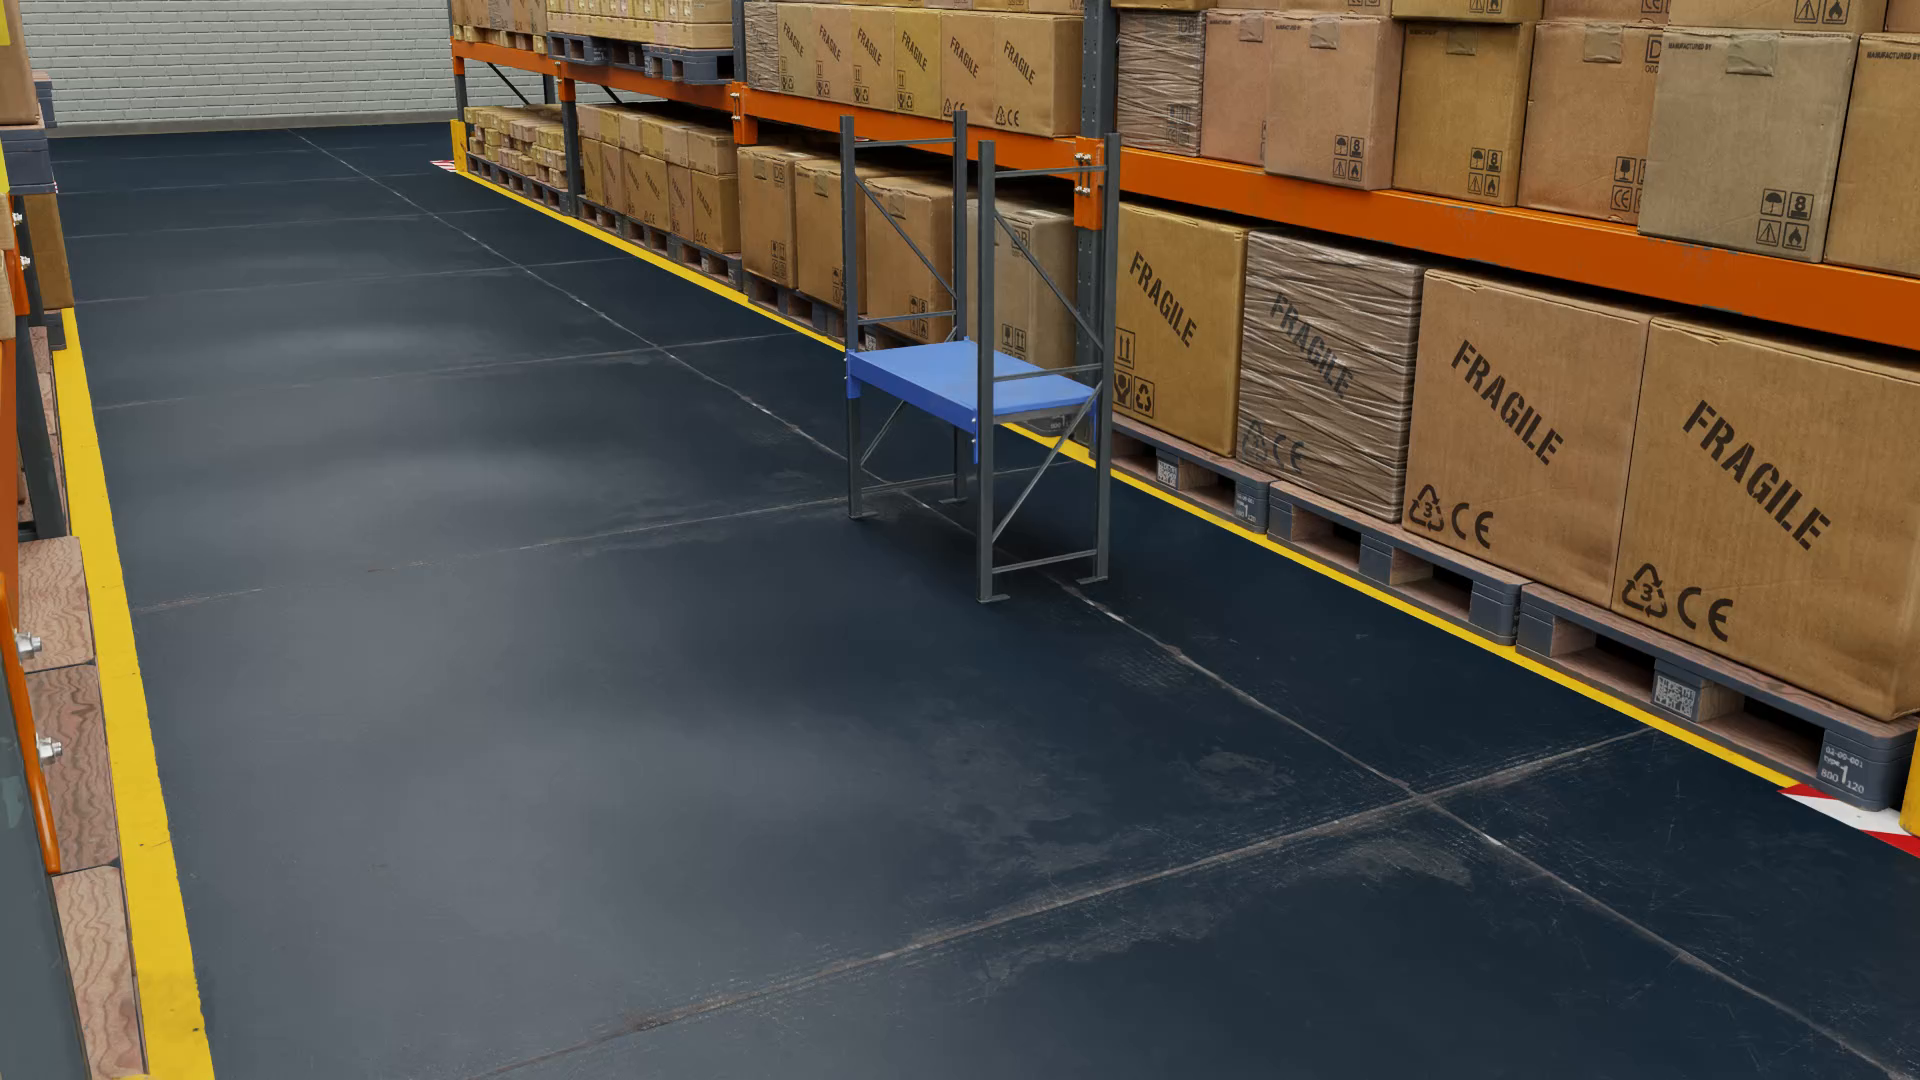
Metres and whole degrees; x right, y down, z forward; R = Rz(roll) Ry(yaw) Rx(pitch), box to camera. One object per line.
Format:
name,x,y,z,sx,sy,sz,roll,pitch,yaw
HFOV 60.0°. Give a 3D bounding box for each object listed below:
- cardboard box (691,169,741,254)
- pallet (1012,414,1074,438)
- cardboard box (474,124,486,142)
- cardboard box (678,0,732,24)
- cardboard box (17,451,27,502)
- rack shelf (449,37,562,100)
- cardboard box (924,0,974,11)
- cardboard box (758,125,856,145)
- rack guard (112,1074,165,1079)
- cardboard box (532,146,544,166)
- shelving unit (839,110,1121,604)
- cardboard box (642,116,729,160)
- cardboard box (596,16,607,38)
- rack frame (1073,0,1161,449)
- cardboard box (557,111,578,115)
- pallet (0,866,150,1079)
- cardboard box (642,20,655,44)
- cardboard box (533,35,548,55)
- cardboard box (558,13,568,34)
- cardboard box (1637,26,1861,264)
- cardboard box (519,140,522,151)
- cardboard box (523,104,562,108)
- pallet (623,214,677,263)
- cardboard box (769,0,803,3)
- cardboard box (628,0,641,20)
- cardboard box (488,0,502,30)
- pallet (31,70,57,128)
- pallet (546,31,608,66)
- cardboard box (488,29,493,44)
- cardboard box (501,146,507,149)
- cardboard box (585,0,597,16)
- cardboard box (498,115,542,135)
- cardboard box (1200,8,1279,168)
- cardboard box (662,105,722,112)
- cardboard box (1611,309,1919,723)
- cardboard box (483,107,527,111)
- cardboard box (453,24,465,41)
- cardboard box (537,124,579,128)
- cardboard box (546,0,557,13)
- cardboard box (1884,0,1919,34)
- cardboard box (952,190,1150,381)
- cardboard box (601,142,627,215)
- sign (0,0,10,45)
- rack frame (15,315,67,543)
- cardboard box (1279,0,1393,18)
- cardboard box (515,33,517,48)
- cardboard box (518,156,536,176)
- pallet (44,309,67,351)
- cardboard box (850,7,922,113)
cardboard box,-1.470,-2.227,11.176,0.500,0.500,0.500,-10,21,-27
pallet,0.539,-0.805,8.142,1.003,0.211,1.213,-10,21,-27
cardboard box,-4.623,-4.072,16.606,0.380,0.149,0.250,-10,21,-27
cardboard box,-1.563,-3.354,10.537,0.380,0.149,0.250,-9,21,-26
cardboard box,-3.714,-0.380,5.793,0.700,0.500,0.500,-12,22,-31
rack shelf,-3.777,-4.444,15.515,1.077,0.370,4.000,-10,21,-27
cardboard box,0.245,-2.868,8.157,0.700,0.500,0.500,-10,21,-26
cardboard box,-1.042,-2.669,11.306,0.500,0.250,0.500,-11,22,-29
rack guard,-1.578,1.134,2.080,1.175,0.500,0.348,-10,21,-27
cardboard box,-3.539,-3.393,14.636,0.380,0.149,0.250,-11,22,-29
shelving unit,0.041,-0.684,5.816,0.538,1.500,1.048,-10,21,-27
cardboard box,-1.960,-2.881,11.920,0.500,0.250,0.500,-9,21,-25
cardboard box,-2.420,-3.732,12.089,0.380,0.149,0.250,-10,22,-28
rack frame,0.972,-1.914,7.079,1.000,3.000,0.127,-10,21,-27
cardboard box,-3.705,-4.090,16.199,0.380,0.149,0.250,-9,21,-25
pallet,-1.933,1.031,2.819,1.003,0.211,1.213,-10,21,-27
cardboard box,-1.921,-3.430,11.213,0.380,0.149,0.250,-10,22,-27
cardboard box,-3.387,-4.194,14.073,0.380,0.149,0.250,-11,22,-28
cardboard box,-2.908,-4.027,12.944,0.380,0.149,0.250,-10,21,-26
cardboard box,2.375,-1.090,4.463,0.875,0.550,0.550,-10,21,-27
cardboard box,-3.909,-3.713,15.565,0.380,0.149,0.250,-9,21,-24
cardboard box,-4.252,-4.378,17.035,0.380,0.149,0.250,-10,21,-26
pallet,-1.873,-2.318,12.526,1.003,0.211,1.213,-10,21,-27
cardboard box,-0.723,-3.451,9.849,0.700,0.500,0.500,-10,21,-27
cardboard box,-2.053,-3.649,11.393,0.380,0.149,0.250,-10,21,-27
cardboard box,-4.011,-4.937,15.231,0.500,0.500,0.500,-11,22,-28
pallet,-4.909,-2.044,7.750,1.213,0.211,1.003,-10,21,-27
pallet,-2.592,-3.878,13.064,1.003,0.211,1.213,-10,21,-27
cardboard box,-4.273,-4.809,15.855,0.380,0.149,0.250,-10,22,-27
cardboard box,-4.209,-3.728,16.063,0.380,0.149,0.250,-10,21,-27
cardboard box,-2.543,-3.947,12.255,0.380,0.149,0.250,-9,21,-24
cardboard box,-4.135,-3.913,15.687,0.380,0.149,0.250,-10,21,-26
cardboard box,1.438,-1.726,6.305,0.875,0.550,0.550,-10,21,-27
cardboard box,-2.019,-3.257,13.011,0.500,0.250,0.500,-9,21,-24
cardboard box,2.491,-0.144,4.564,0.875,0.875,0.875,-10,21,-26
cardboard box,-4.540,-4.227,16.598,0.380,0.149,0.250,-10,21,-26
cardboard box,-4.861,-5.096,16.686,0.380,0.149,0.250,-10,21,-27
cardboard box,-3.561,-3.628,14.862,0.380,0.149,0.250,-9,21,-25
cardboard box,-3.045,-4.246,13.124,0.380,0.149,0.250,-10,21,-26
cardboard box,2.729,-1.459,3.877,0.875,0.550,0.550,-10,21,-27
cardboard box,0.598,-1.213,7.853,1.050,0.750,0.750,-10,21,-27
cardboard box,-2.457,-2.822,12.900,0.500,0.500,0.500,-9,21,-24
sign,-2.968,-1.670,5.045,0.100,0.325,0.005,-10,21,-27
rack frame,-3.441,-1.174,4.936,1.000,3.000,0.127,-10,21,-27
cardboard box,1.615,-2.068,5.640,0.875,0.550,0.550,-10,21,-27
cardboard box,-3.791,-4.513,14.996,0.380,0.149,0.250,-10,22,-27
cardboard box,-3.805,-3.418,15.165,0.380,0.149,0.250,-10,21,-27
pallet,-5.649,-1.243,9.409,1.003,0.211,1.213,-10,21,-27
cardboard box,-0.235,-2.505,8.639,0.500,0.500,0.500,-10,22,-27
